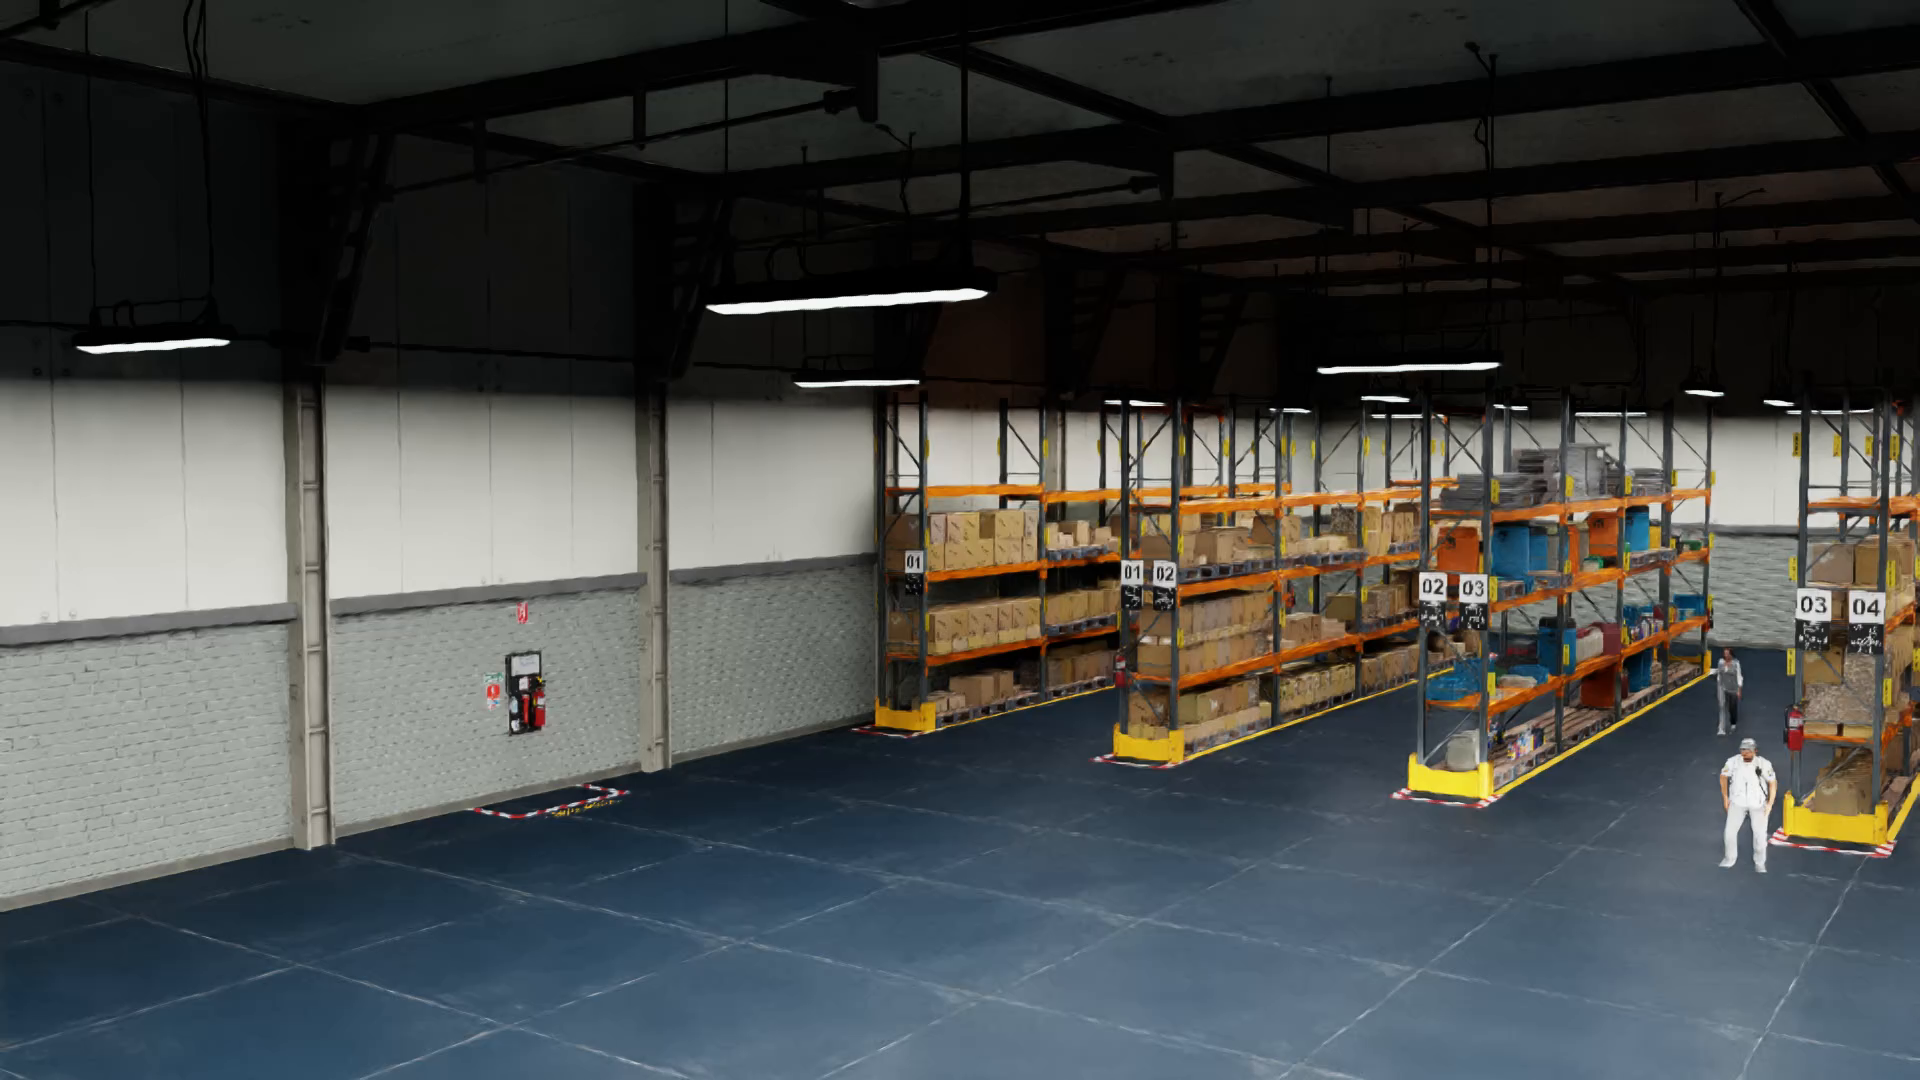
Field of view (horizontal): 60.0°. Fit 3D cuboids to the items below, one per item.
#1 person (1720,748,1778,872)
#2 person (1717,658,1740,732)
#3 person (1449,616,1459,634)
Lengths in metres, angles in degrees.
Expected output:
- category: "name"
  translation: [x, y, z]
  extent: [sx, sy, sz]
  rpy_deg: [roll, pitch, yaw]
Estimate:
- category: "person"
  translation: [9.305, 3.120, 19.662]
  extent: [0.608, 1.596, 0.517]
  rpy_deg: [2, 4, 32]
- category: "person"
  translation: [13.480, 2.689, 29.150]
  extent: [0.348, 1.274, 0.798]
  rpy_deg: [2, 4, 33]
- category: "person"
  translation: [12.867, 1.925, 42.683]
  extent: [0.470, 1.394, 1.003]
  rpy_deg: [3, 4, 43]
